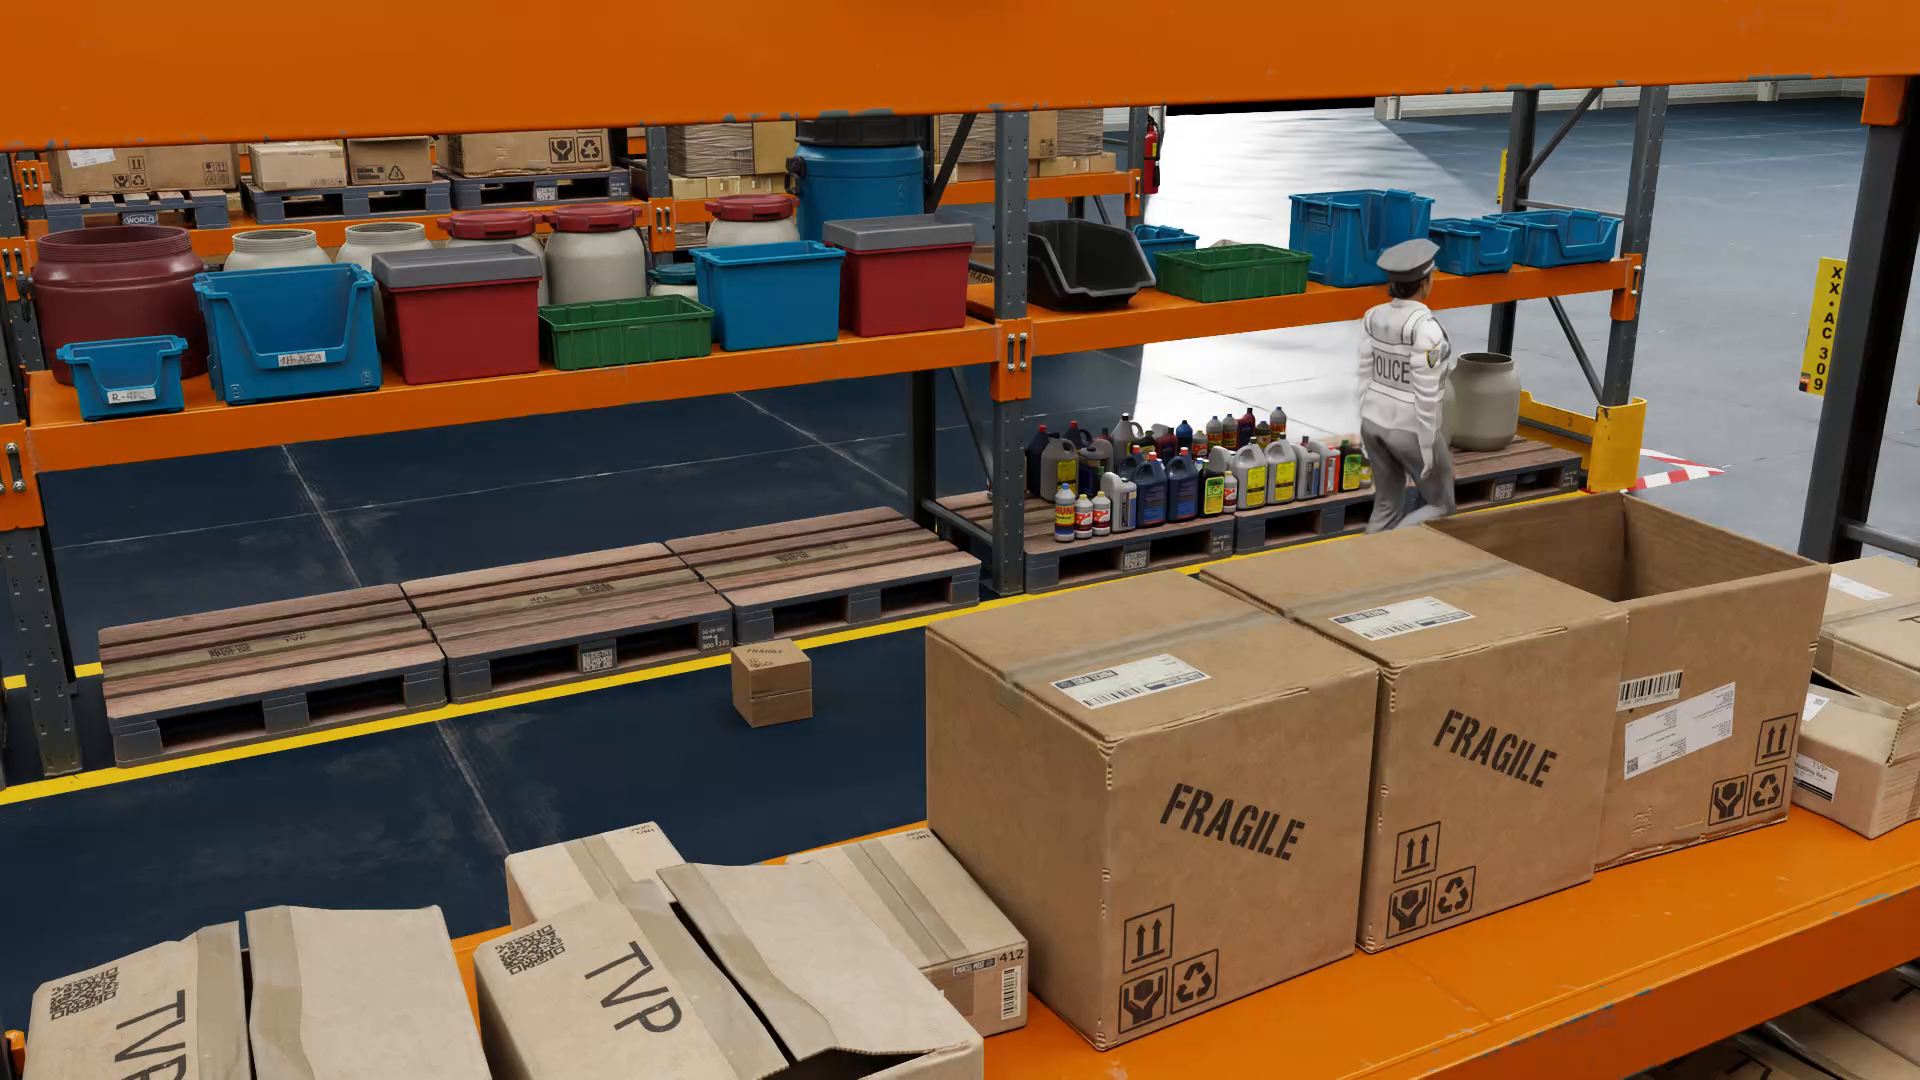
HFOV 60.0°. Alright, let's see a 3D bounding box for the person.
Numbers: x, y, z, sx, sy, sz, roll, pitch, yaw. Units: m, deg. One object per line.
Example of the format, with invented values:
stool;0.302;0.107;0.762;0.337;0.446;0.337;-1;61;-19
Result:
person;1.951;-0.485;7.369;0.455;1.684;0.462;-10;21;-27
